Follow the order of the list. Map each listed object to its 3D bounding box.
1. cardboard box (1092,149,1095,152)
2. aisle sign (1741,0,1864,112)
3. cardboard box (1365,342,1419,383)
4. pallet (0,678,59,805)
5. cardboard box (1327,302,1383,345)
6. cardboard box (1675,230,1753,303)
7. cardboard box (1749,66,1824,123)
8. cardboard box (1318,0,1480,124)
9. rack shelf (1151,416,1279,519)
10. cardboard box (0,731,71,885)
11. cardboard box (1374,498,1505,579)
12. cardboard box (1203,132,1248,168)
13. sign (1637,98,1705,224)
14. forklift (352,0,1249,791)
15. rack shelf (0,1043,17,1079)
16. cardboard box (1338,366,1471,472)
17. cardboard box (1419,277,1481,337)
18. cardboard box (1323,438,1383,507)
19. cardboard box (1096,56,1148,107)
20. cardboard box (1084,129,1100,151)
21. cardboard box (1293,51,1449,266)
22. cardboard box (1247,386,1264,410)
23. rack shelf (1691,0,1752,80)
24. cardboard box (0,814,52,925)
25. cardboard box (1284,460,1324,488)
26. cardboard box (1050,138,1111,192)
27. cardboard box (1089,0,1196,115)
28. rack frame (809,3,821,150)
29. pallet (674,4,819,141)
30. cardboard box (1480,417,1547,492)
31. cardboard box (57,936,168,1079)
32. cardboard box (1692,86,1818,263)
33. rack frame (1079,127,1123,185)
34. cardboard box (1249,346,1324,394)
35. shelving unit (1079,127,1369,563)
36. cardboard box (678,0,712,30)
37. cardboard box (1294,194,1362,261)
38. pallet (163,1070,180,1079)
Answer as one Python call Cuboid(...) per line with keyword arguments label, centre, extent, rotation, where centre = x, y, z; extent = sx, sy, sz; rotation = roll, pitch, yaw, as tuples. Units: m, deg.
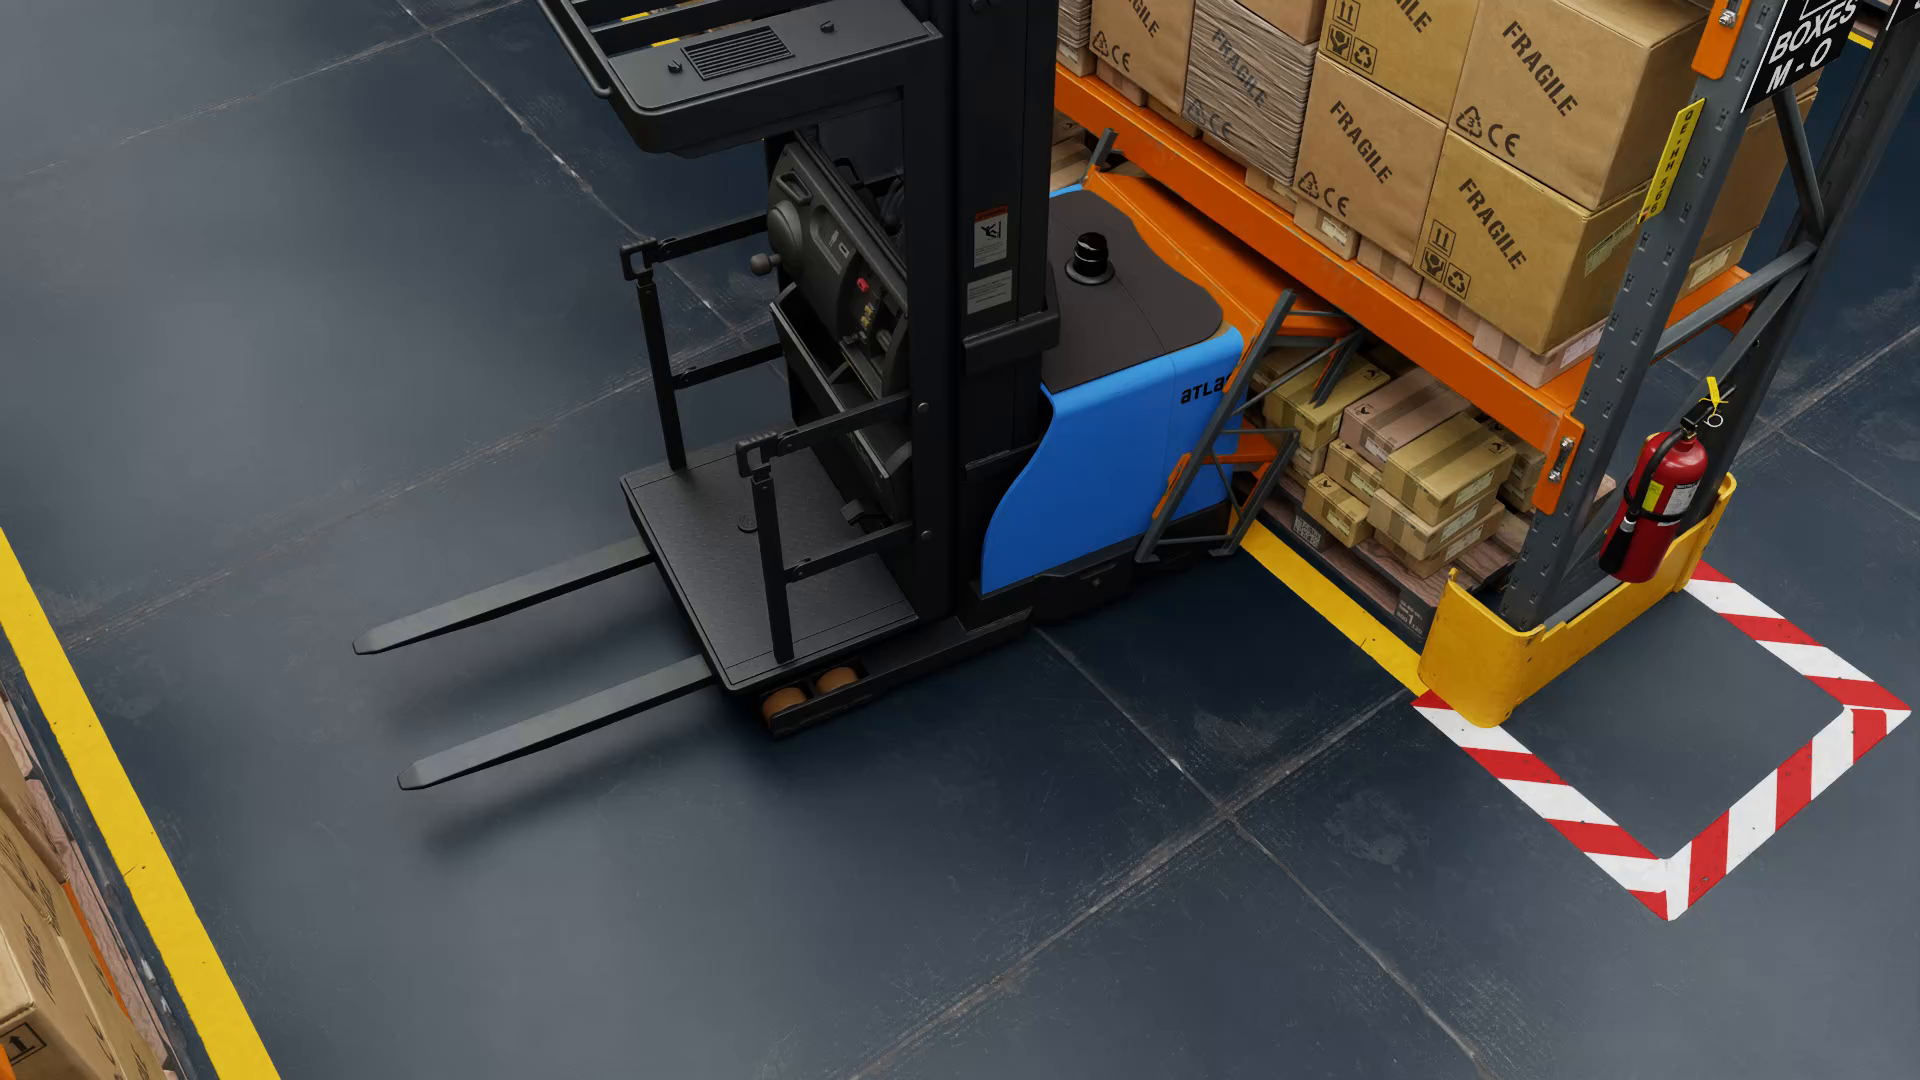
Cuboid(label="cardboard box", centre=(0.637, -1.767, 7.267), extent=(0.380, 0.149, 0.250), rotation=(-29, 54, -24))
Cuboid(label="aisle sign", centre=(1.996, -1.360, 3.703), extent=(0.394, 0.787, 0.004), rotation=(-29, 54, -24))
Cuboid(label="cardboard box", centre=(1.739, -0.663, 6.267), extent=(0.380, 0.149, 0.250), rotation=(-29, 54, -24))
Cuboid(label="pallet", centre=(-3.711, 0.677, 5.493), extent=(1.003, 0.211, 1.213), rotation=(-29, 54, -24))
Cuboid(label="cardboard box", centre=(1.615, -0.933, 6.310), extent=(0.380, 0.149, 0.250), rotation=(-32, 55, -26))
Cuboid(label="cardboard box", centre=(2.256, -0.918, 5.227), extent=(0.380, 0.149, 0.250), rotation=(-30, 54, -24))
Cuboid(label="cardboard box", centre=(2.130, -1.517, 4.658), extent=(0.500, 0.500, 0.500), rotation=(-30, 54, -24))
Cuboid(label="cardboard box", centre=(1.409, -1.591, 4.724), extent=(0.500, 0.500, 0.500), rotation=(-31, 55, -25))
Cuboid(label="rack shelf", centre=(0.670, -0.512, 6.129), extent=(0.538, 0.278, 1.000), rotation=(-4, 43, -39))
Cuboid(label="cardboard box", centre=(-2.372, 0.577, 3.635), extent=(0.500, 0.500, 0.500), rotation=(-30, 54, -24))
Cuboid(label="cardboard box", centre=(1.706, -0.065, 5.925), extent=(0.380, 0.149, 0.250), rotation=(-29, 54, -23))
Cuboid(label="cardboard box", centre=(1.059, -1.444, 5.704), extent=(0.380, 0.149, 0.250), rotation=(-32, 55, -25))
Cuboid(label="sign", centre=(1.737, -0.922, 4.066), extent=(0.100, 0.325, 0.005), rotation=(-29, 54, -24))
Cuboid(label="forklift", centre=(-0.559, -0.775, 4.974), extent=(3.031, 2.935, 1.130), rotation=(-21, 51, -18))
Cuboid(label="rack shelf", centre=(-2.898, -0.329, 2.985), extent=(1.077, 0.370, 4.000), rotation=(-29, 54, -24))
Cuboid(label="cardboard box", centre=(1.562, -0.420, 5.845), extent=(0.380, 0.149, 0.250), rotation=(-28, 54, -23))
Cuboid(label="cardboard box", centre=(1.648, -0.809, 5.128), extent=(0.380, 0.149, 0.250), rotation=(-29, 54, -24))
Cuboid(label="cardboard box", centre=(1.529, -0.309, 5.946), extent=(0.380, 0.149, 0.250), rotation=(-31, 55, -25))
Cuboid(label="cardboard box", centre=(0.715, -1.733, 5.966), extent=(0.380, 0.149, 0.250), rotation=(-27, 53, -23))
Cuboid(label="cardboard box", centre=(0.629, -1.849, 7.141), extent=(0.380, 0.149, 0.250), rotation=(-28, 54, -23))
Cuboid(label="cardboard box", centre=(1.406, -1.253, 5.093), extent=(0.500, 0.500, 0.500), rotation=(-30, 55, -25))
Cuboid(label="cardboard box", centre=(1.247, -0.641, 6.247), extent=(0.380, 0.149, 0.250), rotation=(-30, 54, -24))
Cuboid(label="rack shelf", centre=(0.980, -2.609, 5.052), extent=(1.077, 0.370, 4.000), rotation=(-29, 54, -24))
Cuboid(label="cardboard box", centre=(-2.070, 0.534, 2.999), extent=(0.500, 0.500, 0.500), rotation=(-31, 55, -25))
Cuboid(label="cardboard box", centre=(1.379, -0.365, 6.197), extent=(0.380, 0.149, 0.250), rotation=(-30, 54, -24))
Cuboid(label="cardboard box", centre=(0.390, -1.464, 6.792), extent=(0.380, 0.149, 0.250), rotation=(-28, 54, -23))
Cuboid(label="cardboard box", centre=(0.798, -1.847, 5.631), extent=(0.500, 0.500, 0.500), rotation=(-27, 53, -22))
Cuboid(label="rack frame", centre=(-0.231, -3.023, 6.966), extent=(1.000, 3.000, 0.127), rotation=(-29, 54, -24))
Cuboid(label="pallet", centre=(-0.704, -2.545, 8.414), extent=(1.003, 0.211, 1.213), rotation=(-29, 54, -24))
Cuboid(label="cardboard box", centre=(2.078, -0.372, 6.002), extent=(0.380, 0.149, 0.250), rotation=(-27, 53, -23))
Cuboid(label="cardboard box", centre=(-1.750, 1.170, 3.097), extent=(0.500, 0.500, 0.500), rotation=(-30, 54, -24))
Cuboid(label="cardboard box", centre=(2.139, -1.186, 5.033), extent=(0.500, 0.500, 0.500), rotation=(-27, 53, -22))
Cuboid(label="rack frame", centre=(0.503, -1.026, 6.291), extent=(0.500, 1.125, 0.032), rotation=(-4, 43, -39))
Cuboid(label="cardboard box", centre=(1.198, -0.697, 6.096), extent=(0.380, 0.149, 0.250), rotation=(-31, 55, -25))
Cuboid(label="shelving unit", centre=(0.761, -0.698, 6.000), extent=(0.538, 1.125, 1.048), rotation=(-4, 43, -39))
Cuboid(label="cardboard box", centre=(-1.190, -2.950, 8.304), extent=(0.500, 0.500, 0.500), rotation=(-31, 55, -25))
Cuboid(label="cardboard box", centre=(1.311, -1.090, 5.383), extent=(0.380, 0.149, 0.250), rotation=(-28, 54, -23))
Cuboid(label="pallet", centre=(-2.234, 2.116, 4.189), extent=(1.003, 0.211, 1.213), rotation=(-29, 54, -24))
